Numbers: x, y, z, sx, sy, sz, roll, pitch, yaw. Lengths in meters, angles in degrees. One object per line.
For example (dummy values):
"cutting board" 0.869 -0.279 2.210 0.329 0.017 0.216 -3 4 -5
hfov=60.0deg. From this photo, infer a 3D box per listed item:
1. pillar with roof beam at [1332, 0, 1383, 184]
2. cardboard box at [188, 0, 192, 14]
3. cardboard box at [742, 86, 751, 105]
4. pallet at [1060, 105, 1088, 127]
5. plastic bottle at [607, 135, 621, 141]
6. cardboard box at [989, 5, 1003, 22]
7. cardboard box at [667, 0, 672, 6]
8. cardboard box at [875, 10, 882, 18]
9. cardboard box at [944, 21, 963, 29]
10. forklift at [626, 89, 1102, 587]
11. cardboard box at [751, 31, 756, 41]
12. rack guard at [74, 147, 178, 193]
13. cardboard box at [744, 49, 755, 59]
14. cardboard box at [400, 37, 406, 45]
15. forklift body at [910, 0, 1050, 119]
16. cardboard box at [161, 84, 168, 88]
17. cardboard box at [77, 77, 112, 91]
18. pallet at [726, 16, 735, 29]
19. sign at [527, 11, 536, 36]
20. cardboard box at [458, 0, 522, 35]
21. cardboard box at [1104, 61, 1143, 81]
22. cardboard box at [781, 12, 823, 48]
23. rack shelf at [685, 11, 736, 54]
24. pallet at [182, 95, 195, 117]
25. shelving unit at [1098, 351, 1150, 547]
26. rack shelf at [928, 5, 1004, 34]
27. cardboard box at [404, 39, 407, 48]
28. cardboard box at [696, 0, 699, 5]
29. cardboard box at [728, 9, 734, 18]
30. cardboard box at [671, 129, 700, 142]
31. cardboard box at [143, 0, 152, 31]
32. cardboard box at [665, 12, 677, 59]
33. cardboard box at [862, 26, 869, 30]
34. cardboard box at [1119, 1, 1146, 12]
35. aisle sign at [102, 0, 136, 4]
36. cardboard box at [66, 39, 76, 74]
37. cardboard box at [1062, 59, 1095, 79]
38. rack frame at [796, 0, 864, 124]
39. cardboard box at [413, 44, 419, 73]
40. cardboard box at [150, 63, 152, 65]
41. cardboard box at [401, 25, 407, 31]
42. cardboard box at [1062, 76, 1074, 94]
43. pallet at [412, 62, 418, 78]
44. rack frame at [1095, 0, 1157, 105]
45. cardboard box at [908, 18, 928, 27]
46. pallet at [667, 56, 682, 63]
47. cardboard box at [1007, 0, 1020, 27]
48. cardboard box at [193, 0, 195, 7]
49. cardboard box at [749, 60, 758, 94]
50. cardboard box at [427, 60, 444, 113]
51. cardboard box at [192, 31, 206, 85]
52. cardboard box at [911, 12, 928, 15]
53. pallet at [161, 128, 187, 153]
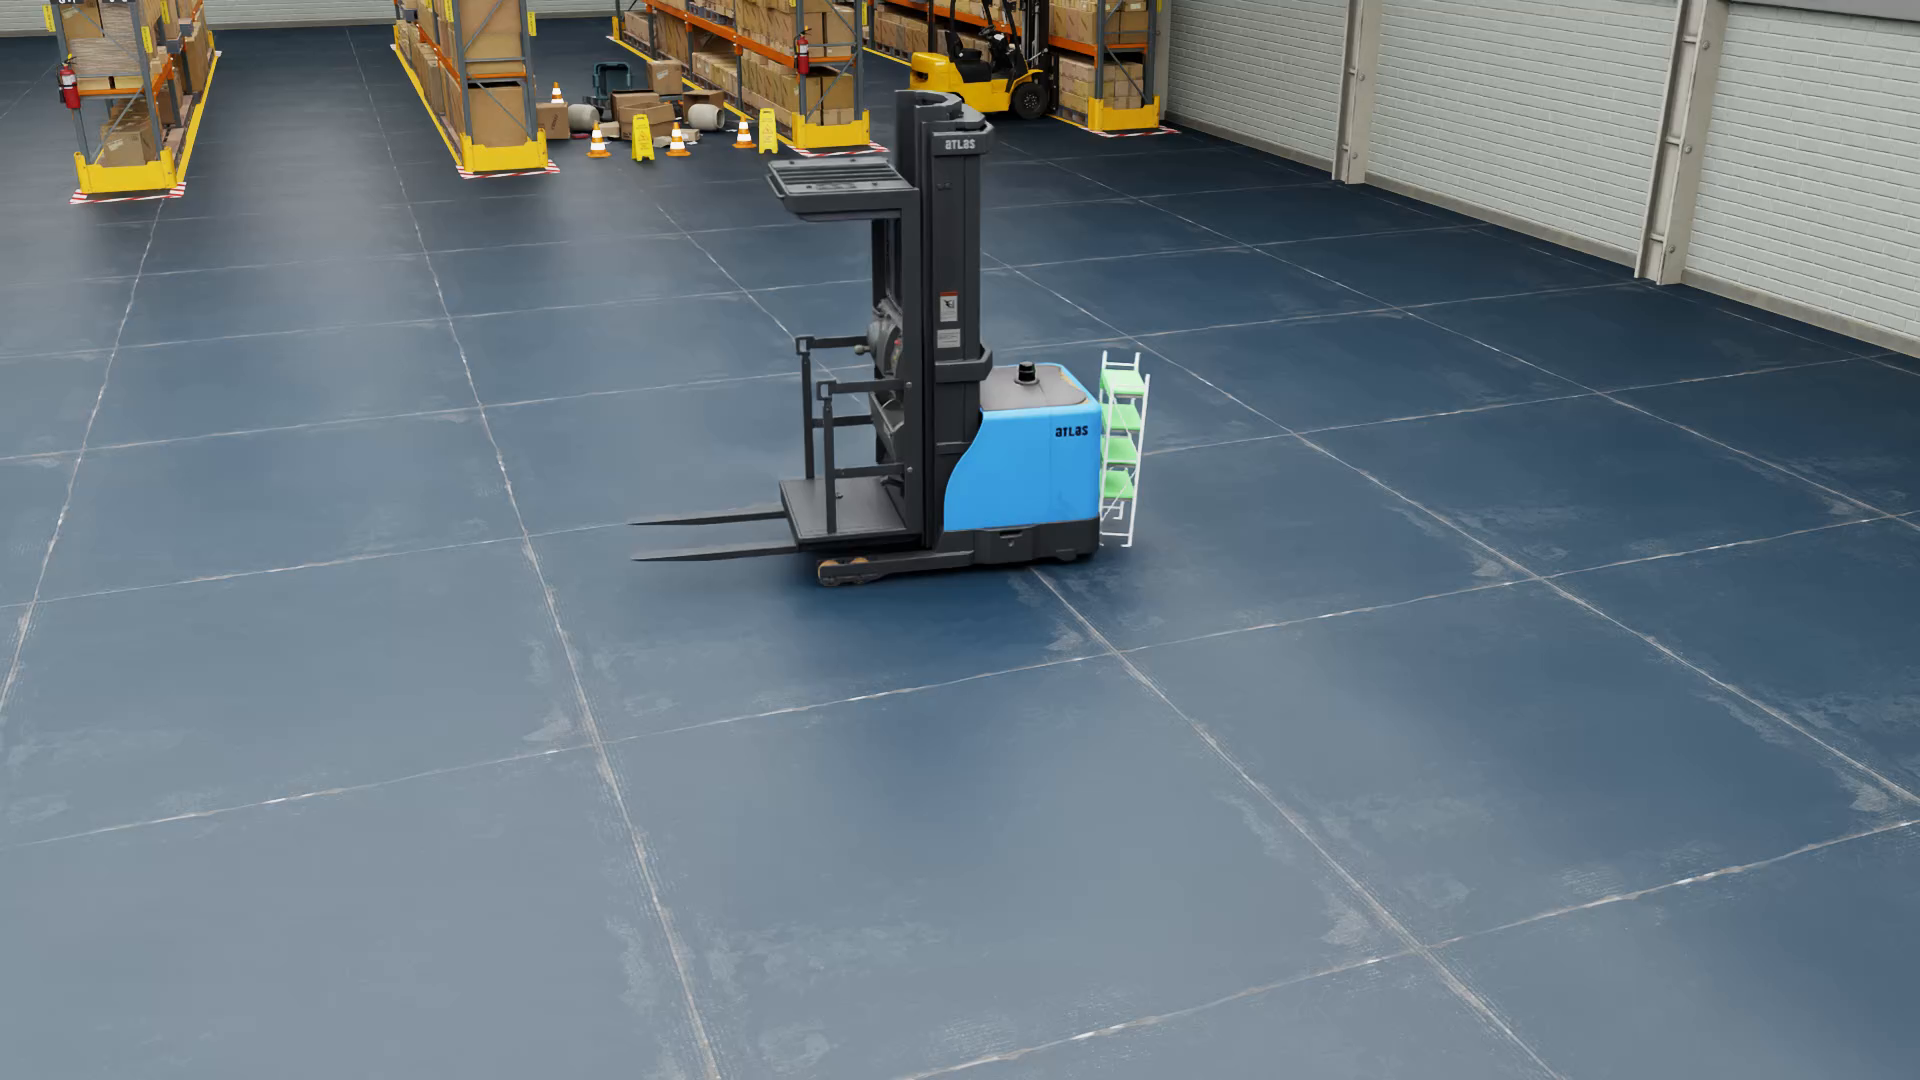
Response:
"pillar with roof beam" 1.366 -8.539 19.924 9.100 9.000 0.400 -8 24 -19
"cardboard box" -14.887 -10.220 31.507 0.500 0.500 0.500 -8 24 -17
"cardboard box" -3.423 -7.615 28.455 0.500 0.250 0.500 -10 25 -21
"pallet" 2.368 -7.156 27.956 1.003 0.211 1.213 -8 24 -19
"plastic bottle" -5.467 -6.338 26.210 0.133 0.061 0.283 -18 29 -37
"cardboard box" 0.841 -9.700 30.596 0.500 0.250 0.500 -8 24 -18
"cardboard box" -5.571 -10.841 33.302 0.500 0.250 0.500 -9 24 -20
"cardboard box" -1.684 -11.703 36.996 0.380 0.149 0.250 -7 24 -16
"cardboard box" -0.111 -10.749 34.733 0.380 0.149 0.250 -8 24 -17
"forklift" -0.655 -1.276 10.504 3.031 2.935 1.130 -5 23 -12
"cardboard box" -3.252 -8.394 27.627 0.380 0.149 0.250 -8 24 -17
"rack guard" -11.263 -5.003 22.475 1.175 0.500 0.348 -8 24 -19
"cardboard box" -3.435 -8.206 28.056 0.380 0.149 0.250 -8 24 -18
"cardboard box" -12.076 -10.949 36.494 0.380 0.149 0.250 -8 24 -18
"forklift body" 0.300 -8.216 27.975 2.313 2.155 1.214 -8 24 -19
"cardboard box" -12.997 -7.033 26.726 0.700 0.500 0.500 -8 24 -19
"cardboard box" -11.530 -6.086 22.152 0.380 0.149 0.250 -8 24 -19
"pallet" -3.512 -9.149 29.342 1.003 0.211 1.213 -8 24 -19
"sign" -6.039 -7.280 23.444 0.100 0.325 0.005 -8 24 -19
"cardboard box" -6.655 -7.477 23.545 0.875 0.550 0.550 -8 24 -19
"cardboard box" 2.684 -7.757 27.504 0.500 0.250 0.500 -9 24 -20
"cardboard box" -2.415 -7.829 25.451 0.500 0.500 0.500 -9 24 -20
"rack shelf" -4.085 -9.335 30.462 1.077 0.370 4.000 -8 24 -19
"pallet" -13.788 -7.464 28.688 1.003 0.211 1.213 -8 24 -19
"shelving unit" 1.053 -0.609 11.130 0.258 1.200 0.503 2 23 -3
"rack shelf" 0.557 -10.017 32.081 1.077 0.370 4.000 -8 24 -19
"cardboard box" -11.427 -10.410 34.834 0.380 0.149 0.250 -9 25 -21
"cardboard box" -4.729 -10.114 31.168 0.380 0.149 0.250 -10 25 -22
"cardboard box" -3.818 -9.167 28.919 0.380 0.149 0.250 -8 24 -18
"cardboard box" -4.318 -6.372 26.176 0.380 0.149 0.250 4 23 9
"cardboard box" -11.346 -7.191 22.649 0.500 0.500 0.500 -8 24 -19
"cardboard box" -5.584 -10.520 34.542 0.875 0.875 0.875 -8 24 -17
"cardboard box" -2.160 -11.755 38.256 0.396 0.266 0.258 -7 24 -17
"cardboard box" 2.800 -8.673 27.001 0.380 0.149 0.250 -9 24 -20
"aisle sign" -10.934 -7.343 21.464 0.394 0.787 0.004 -8 24 -19
"cardboard box" -11.694 -6.679 22.722 0.875 0.500 0.500 -8 24 -19
"cardboard box" 2.037 -7.865 27.761 0.500 0.250 0.500 -8 24 -18
"rack frame" -1.965 -7.486 25.150 1.000 3.000 0.127 -8 24 -19
"cardboard box" -10.246 -9.301 32.134 0.500 0.500 0.500 -9 25 -21
"cardboard box" -11.562 -6.601 23.372 0.380 0.149 0.250 -8 24 -19
"cardboard box" -11.862 -11.026 35.911 0.380 0.149 0.250 -8 24 -18
"cardboard box" 2.045 -7.643 27.878 0.500 0.250 0.500 -9 24 -20
"pallet" -10.523 -9.563 33.668 1.003 0.211 1.213 -8 24 -19
"rack frame" 2.677 -8.169 26.769 1.000 3.000 0.127 -8 24 -19
"cardboard box" -0.877 -10.950 35.211 0.380 0.149 0.250 -9 24 -20
"pallet" -5.427 -9.848 34.343 1.003 0.211 1.213 -8 24 -19
"cardboard box" 1.176 -9.471 29.731 0.500 0.500 0.500 -9 24 -20
"cardboard box" -15.362 -10.620 32.908 0.380 0.149 0.250 -9 25 -21
"cardboard box" -3.222 -7.768 27.851 0.500 0.500 0.500 -7 24 -17
"cardboard box" -8.277 -7.594 27.761 1.050 0.750 0.750 -8 24 -19
"cardboard box" -14.595 -8.827 30.525 1.225 0.875 0.875 -8 24 -19
"cardboard box" -0.855 -11.504 36.525 0.380 0.149 0.250 -10 25 -22
"pallet" -12.379 -6.056 25.347 1.003 0.211 1.213 -8 24 -19
